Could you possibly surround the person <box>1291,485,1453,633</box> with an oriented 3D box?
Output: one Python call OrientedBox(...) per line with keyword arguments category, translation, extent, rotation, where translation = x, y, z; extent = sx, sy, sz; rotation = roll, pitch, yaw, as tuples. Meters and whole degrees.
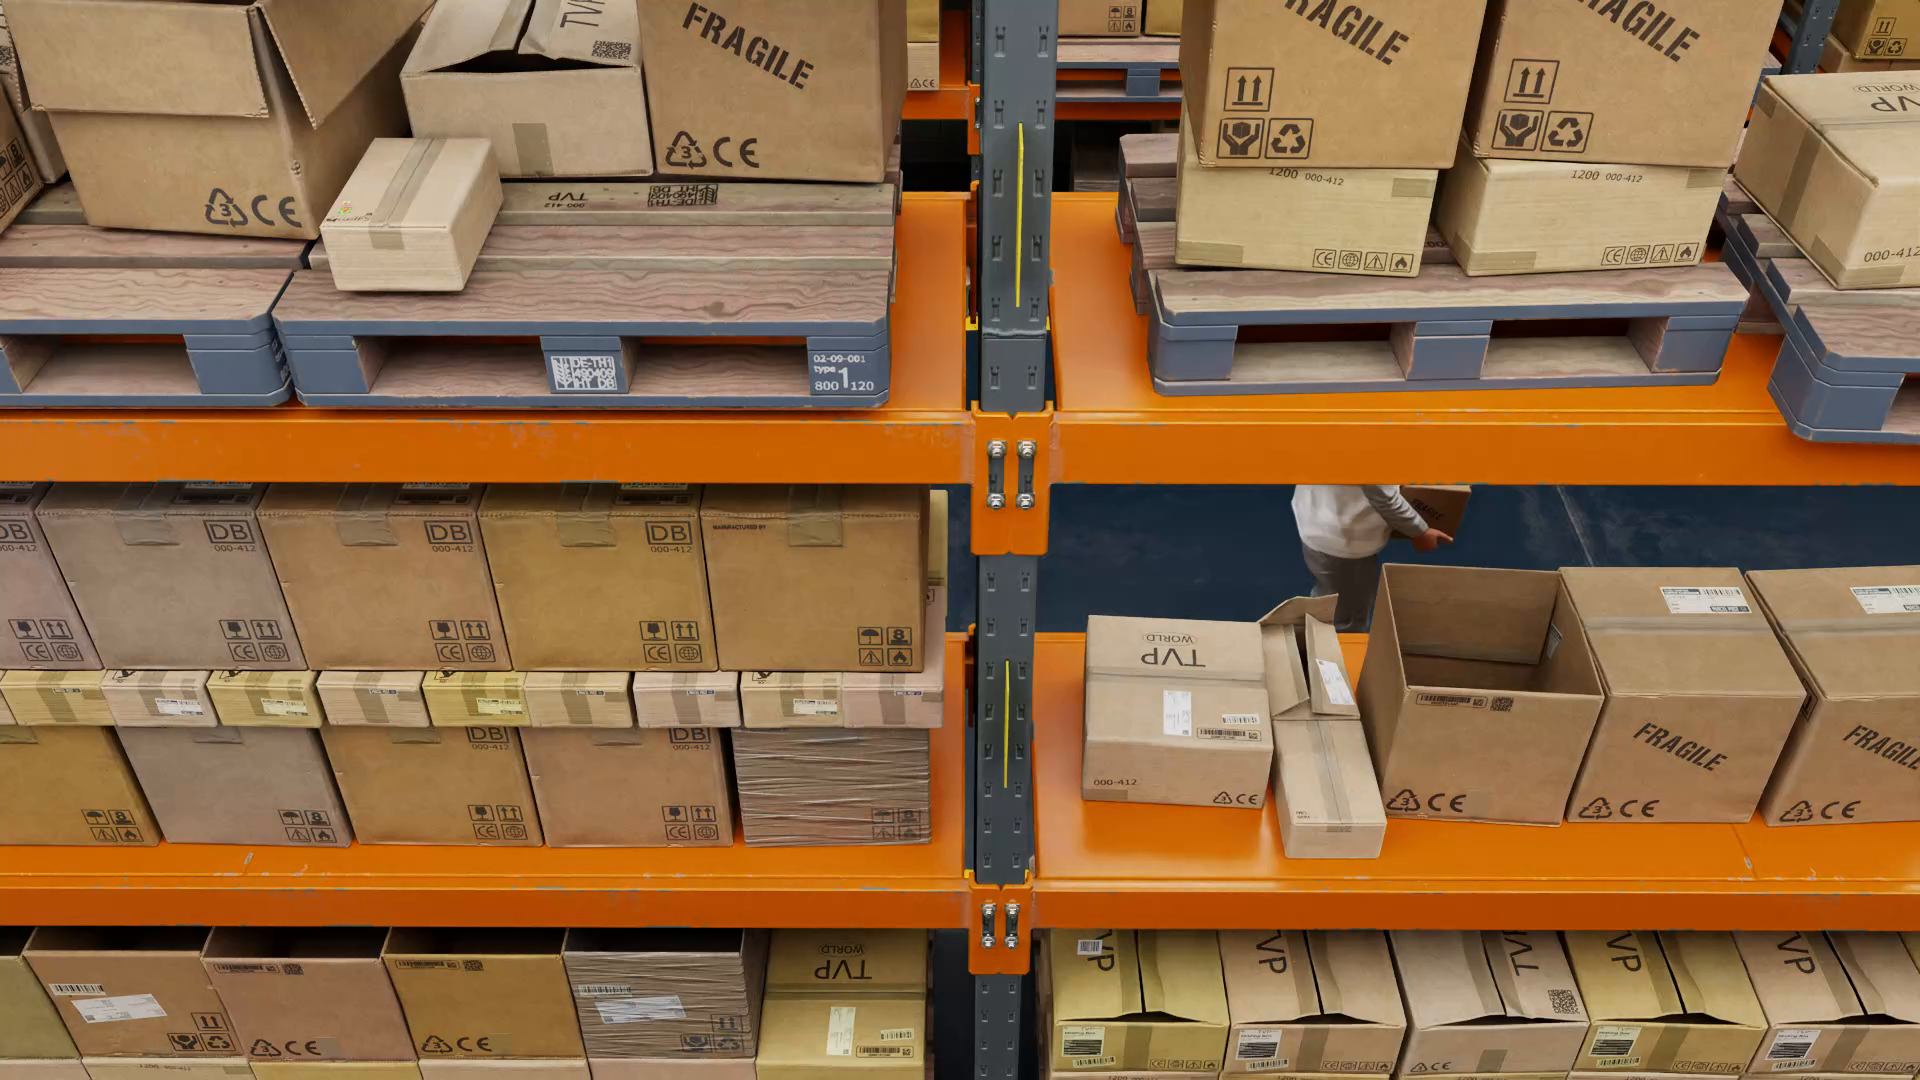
OrientedBox(category="person", translation=(1.521, -0.060, 6.209), extent=(0.552, 1.770, 0.502), rotation=(0, 39, 0))
